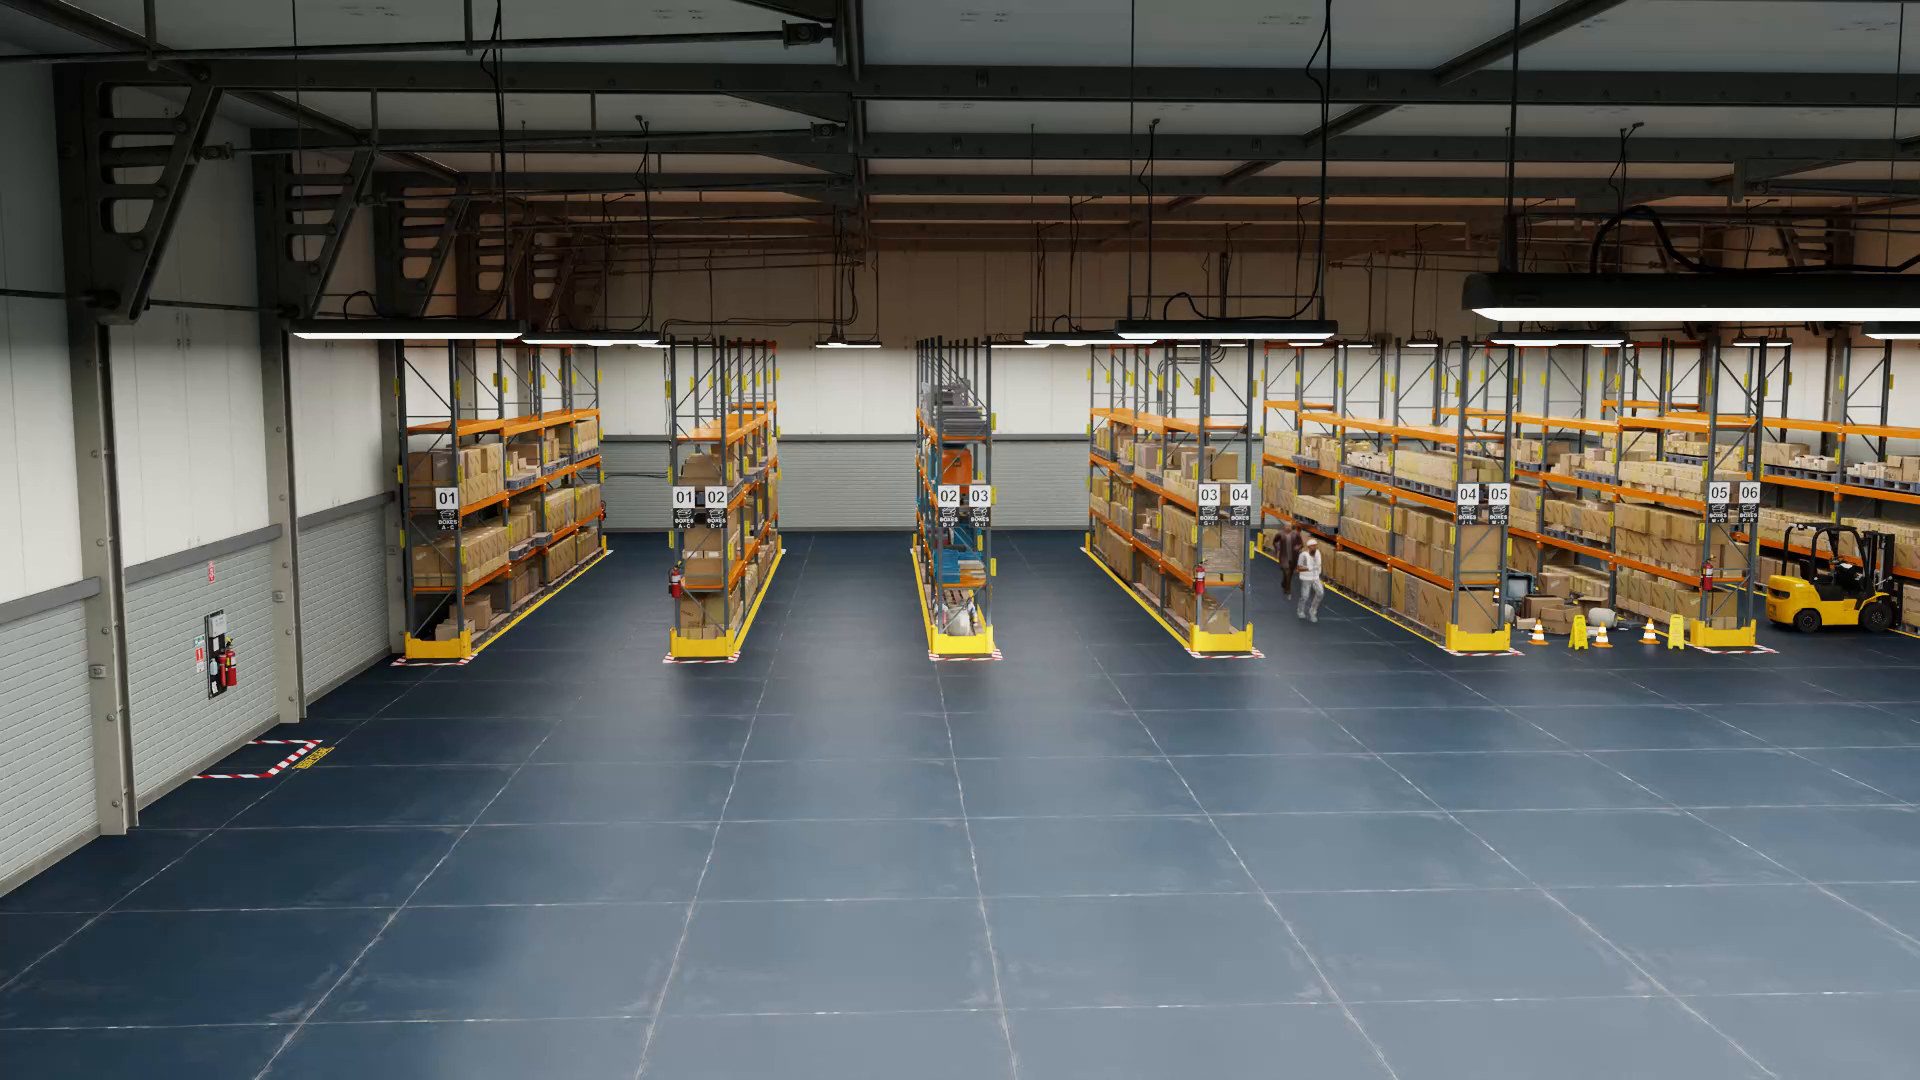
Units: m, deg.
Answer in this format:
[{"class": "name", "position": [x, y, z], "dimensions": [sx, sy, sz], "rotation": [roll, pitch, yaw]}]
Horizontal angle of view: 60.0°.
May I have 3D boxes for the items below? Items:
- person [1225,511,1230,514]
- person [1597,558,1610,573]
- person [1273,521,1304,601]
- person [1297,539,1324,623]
[{"class": "person", "position": [7.241, -0.147, 45.089], "dimensions": [0.576, 1.510, 0.612], "rotation": [0, 6, -1]}, {"class": "person", "position": [16.313, 0.153, 41.911], "dimensions": [0.624, 1.660, 0.636], "rotation": [0, 6, -2]}, {"class": "person", "position": [7.622, 0.461, 38.554], "dimensions": [0.686, 1.803, 0.988], "rotation": [0, 6, -2]}, {"class": "person", "position": [7.408, 0.854, 35.140], "dimensions": [0.715, 1.779, 0.823], "rotation": [-3, 7, -21]}]
